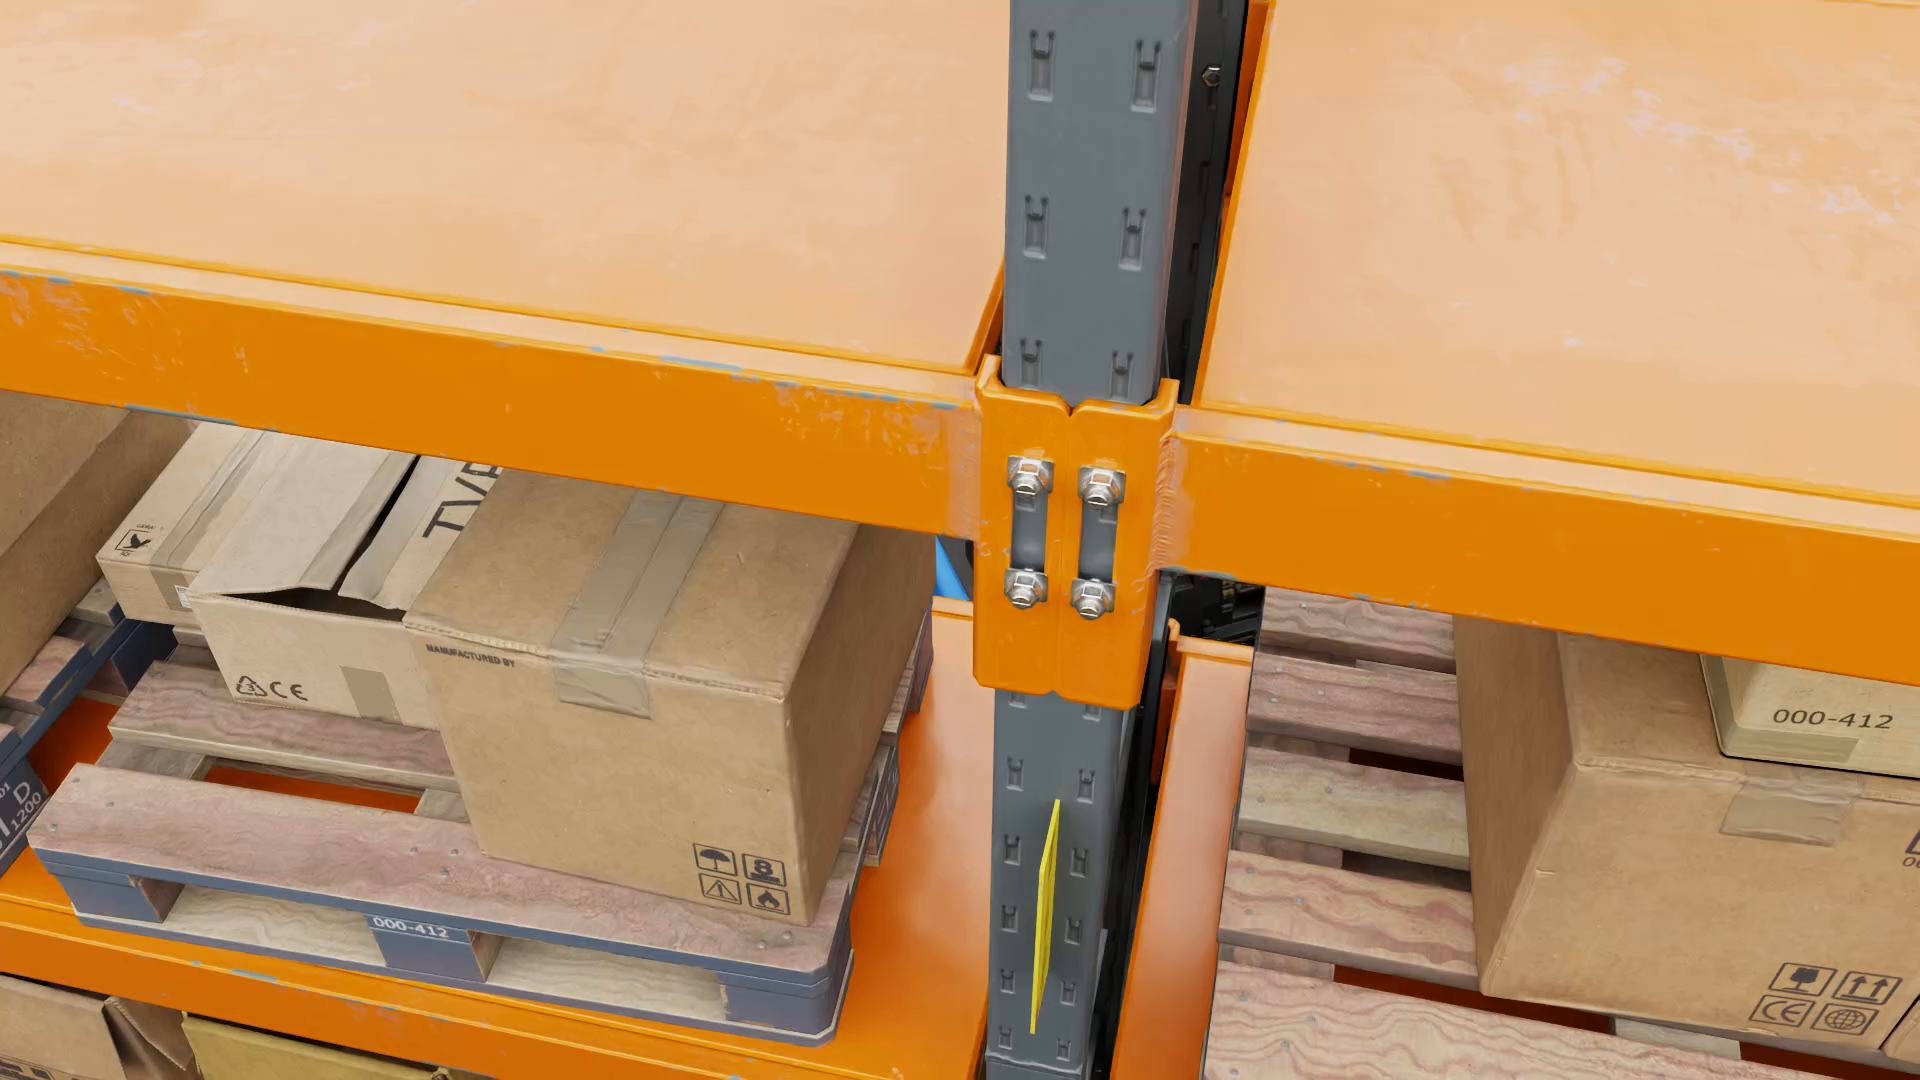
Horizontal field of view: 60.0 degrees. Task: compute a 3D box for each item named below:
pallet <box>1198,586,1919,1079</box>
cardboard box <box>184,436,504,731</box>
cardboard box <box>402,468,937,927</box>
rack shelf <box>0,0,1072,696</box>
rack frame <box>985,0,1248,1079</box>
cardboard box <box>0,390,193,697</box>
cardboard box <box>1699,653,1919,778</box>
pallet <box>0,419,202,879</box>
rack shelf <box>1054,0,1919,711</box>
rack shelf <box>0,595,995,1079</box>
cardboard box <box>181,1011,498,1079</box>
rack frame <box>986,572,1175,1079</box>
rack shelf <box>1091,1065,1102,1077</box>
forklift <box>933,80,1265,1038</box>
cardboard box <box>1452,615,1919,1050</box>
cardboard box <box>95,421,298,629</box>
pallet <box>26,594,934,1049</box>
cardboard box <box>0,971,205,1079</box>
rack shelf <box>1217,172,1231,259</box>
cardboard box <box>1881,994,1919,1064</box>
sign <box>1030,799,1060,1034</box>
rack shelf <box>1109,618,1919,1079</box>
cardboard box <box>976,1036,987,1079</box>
[{"bbox_3d":[1.000,0.515,2.413,1.213,0.211,1.003,9,45,9],"label":"pallet"},{"bbox_3d":[-0.847,0.006,2.639,0.500,0.311,0.500,7,44,8],"label":"cardboard box"},{"bbox_3d":[-0.365,0.084,2.422,0.500,0.500,0.700,10,45,10],"label":"cardboard box"},{"bbox_3d":[-1.748,-0.628,2.180,4.000,0.370,1.077,9,45,9],"label":"rack shelf"},{"bbox_3d":[0.204,-0.728,1.478,0.127,3.000,1.000,9,45,9],"label":"rack frame"},{"bbox_3d":[-1.702,-0.147,2.659,0.637,0.503,0.797,8,45,8],"label":"cardboard box"},{"bbox_3d":[1.120,0.006,1.890,0.500,0.250,0.500,6,44,6],"label":"cardboard box"},{"bbox_3d":[-1.968,0.044,2.975,1.213,0.211,1.003,11,45,11],"label":"pallet"},{"bbox_3d":[2.155,-0.022,1.551,4.000,0.370,1.077,9,45,9],"label":"rack shelf"},{"bbox_3d":[-1.748,0.309,3.082,4.000,0.370,1.077,9,45,9],"label":"rack shelf"},{"bbox_3d":[-1.089,0.833,3.386,0.637,0.503,0.797,9,45,10],"label":"cardboard box"},{"bbox_3d":[0.204,1.433,3.558,0.127,3.000,1.000,9,45,9],"label":"rack frame"},{"bbox_3d":[2.155,1.995,3.493,4.000,0.370,1.077,9,45,9],"label":"rack shelf"},{"bbox_3d":[0.698,0.279,4.806,1.130,2.935,3.031,-14,46,-14],"label":"forklift"},{"bbox_3d":[0.980,0.207,2.222,0.500,0.500,0.700,6,44,7],"label":"cardboard box"},{"bbox_3d":[-1.217,-0.035,2.799,0.250,0.149,0.380,7,44,7],"label":"cardboard box"},{"bbox_3d":[-0.702,0.316,2.694,1.217,0.209,0.805,7,44,7],"label":"pallet"},{"bbox_3d":[-1.699,0.749,3.473,0.637,0.503,0.797,10,45,10],"label":"cardboard box"},{"bbox_3d":[-0.667,-1.962,7.605,4.000,0.370,1.077,9,45,9],"label":"rack shelf"},{"bbox_3d":[1.504,0.291,2.134,0.500,0.500,0.700,11,45,11],"label":"cardboard box"},{"bbox_3d":[0.095,0.422,1.846,0.005,0.325,0.100,9,45,9],"label":"sign"},{"bbox_3d":[2.155,0.915,2.453,4.000,0.370,1.077,9,45,9],"label":"rack shelf"},{"bbox_3d":[-0.191,1.158,3.771,0.500,0.500,0.500,9,45,9],"label":"cardboard box"}]
